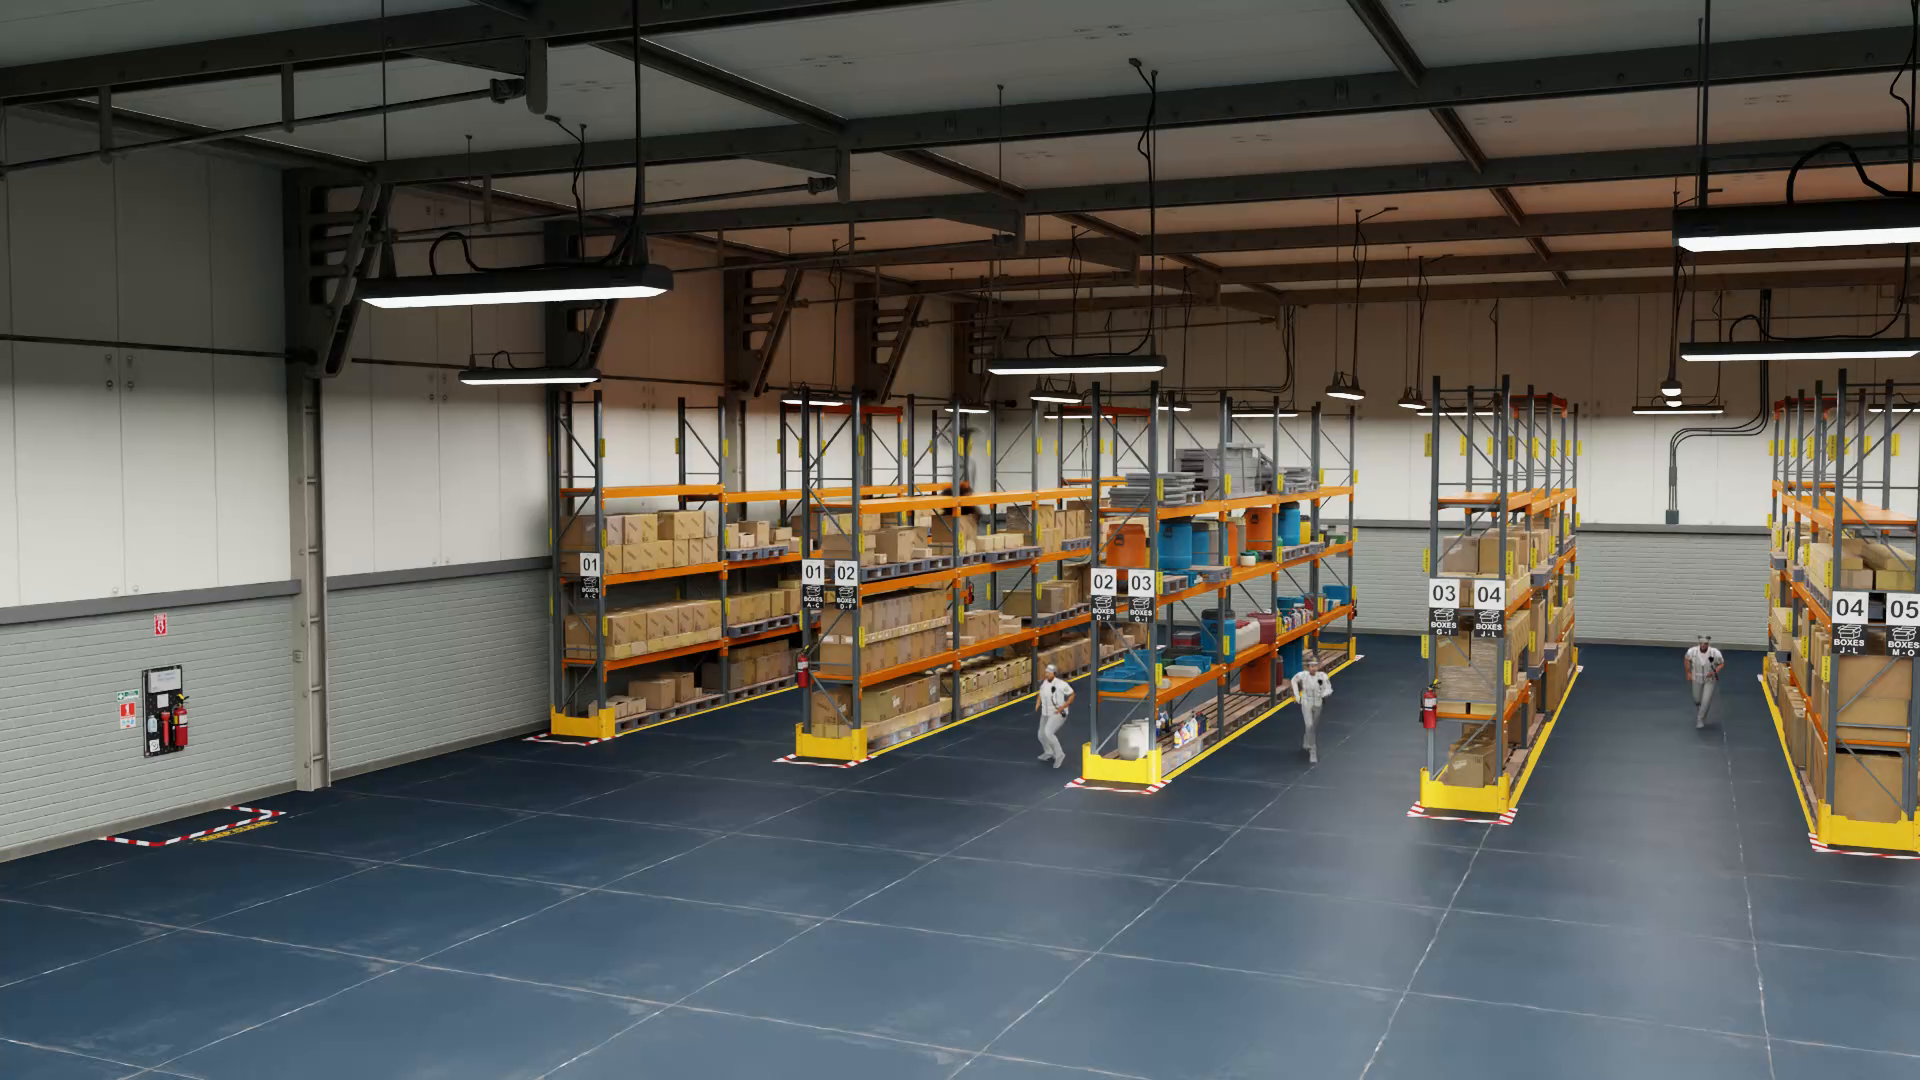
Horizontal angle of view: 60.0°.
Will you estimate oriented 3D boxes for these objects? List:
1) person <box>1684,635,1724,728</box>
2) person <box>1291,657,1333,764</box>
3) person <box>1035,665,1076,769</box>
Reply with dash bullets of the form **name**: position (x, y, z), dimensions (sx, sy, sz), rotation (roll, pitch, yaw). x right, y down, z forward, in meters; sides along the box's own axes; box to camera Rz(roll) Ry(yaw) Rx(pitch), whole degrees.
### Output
- **person**: position (13.387, 2.524, 29.926), dimensions (0.658, 1.708, 0.768), rotation (1, 3, 25)
- **person**: position (5.670, 2.698, 26.841), dimensions (0.614, 1.695, 1.004), rotation (0, 3, -1)
- **person**: position (1.454, 2.766, 26.241), dimensions (0.788, 1.613, 0.686), rotation (3, 4, 45)
